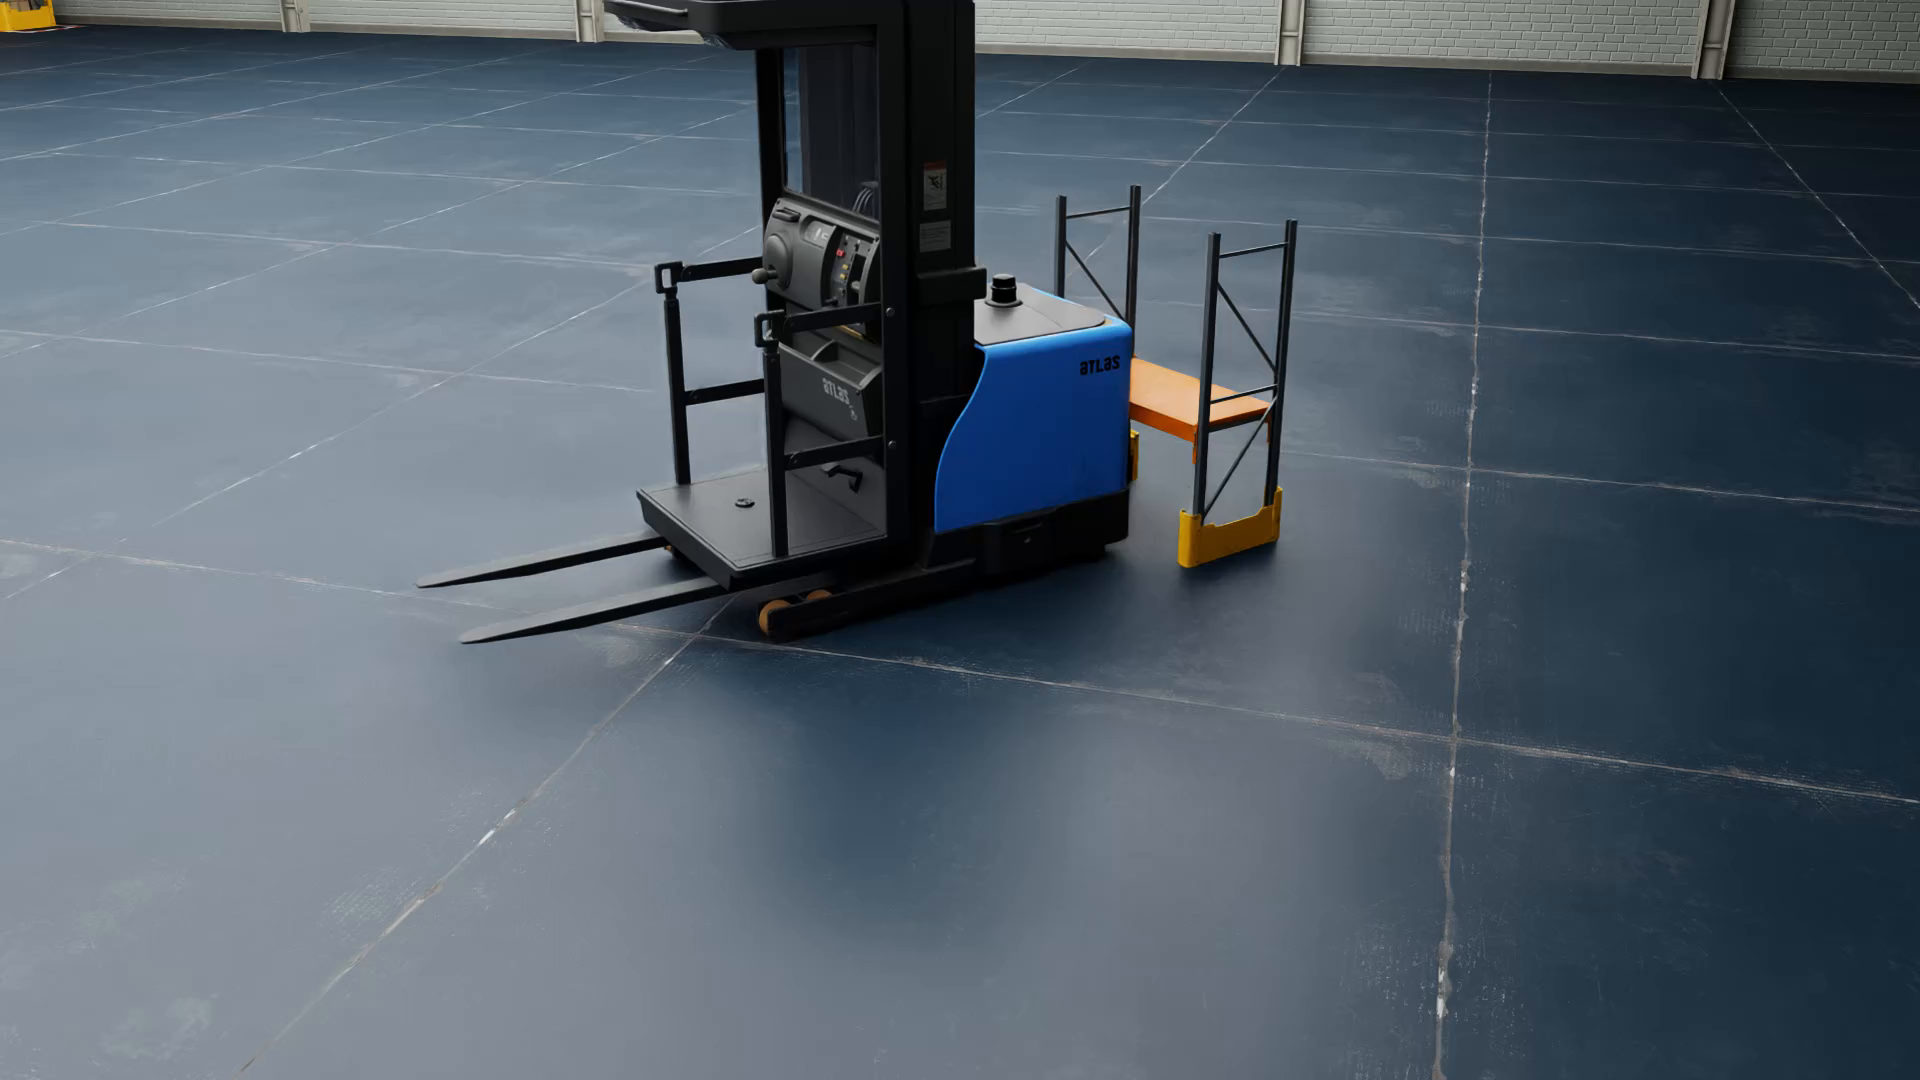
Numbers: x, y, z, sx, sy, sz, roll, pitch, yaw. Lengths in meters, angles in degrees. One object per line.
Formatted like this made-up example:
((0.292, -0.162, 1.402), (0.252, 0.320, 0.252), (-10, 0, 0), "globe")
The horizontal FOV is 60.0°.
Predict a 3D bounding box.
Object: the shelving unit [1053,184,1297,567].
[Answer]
((0.946, -0.798, 7.740), (0.587, 1.500, 1.083), (-15, 27, -33), "shelving unit")

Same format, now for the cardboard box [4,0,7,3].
((-18.054, -10.063, 30.762), (0.500, 0.250, 0.500), (6, 23, 15), "cardboard box")

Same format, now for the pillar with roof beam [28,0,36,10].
((-19.147, -12.585, 26.594), (0.400, 9.000, 9.100), (7, 23, 16), "pillar with roof beam")

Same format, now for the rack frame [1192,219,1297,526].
((1.249, -0.639, 7.352), (0.500, 1.500, 0.032), (-15, 27, -33), "rack frame")

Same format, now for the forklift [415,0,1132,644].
((-0.755, -1.172, 6.765), (3.031, 2.935, 1.130), (-13, 26, -29), "forklift")

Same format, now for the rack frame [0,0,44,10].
((-17.497, -10.970, 30.561), (0.127, 3.000, 1.000), (7, 23, 16), "rack frame")

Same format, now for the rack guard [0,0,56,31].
((-17.474, -9.811, 31.029), (0.348, 0.500, 1.175), (7, 23, 16), "rack guard")

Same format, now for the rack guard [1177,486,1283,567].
((1.237, -0.067, 7.604), (0.587, 0.250, 0.087), (-15, 27, -33), "rack guard")

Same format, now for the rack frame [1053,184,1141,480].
((0.654, -0.952, 8.115), (0.500, 1.500, 0.032), (-15, 27, -33), "rack frame")

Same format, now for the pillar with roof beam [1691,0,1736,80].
((9.574, -9.297, 18.577), (0.400, 9.000, 9.100), (7, 23, 16), "pillar with roof beam")

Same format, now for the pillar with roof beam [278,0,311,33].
((-13.403, -11.928, 24.991), (0.400, 9.000, 9.100), (7, 23, 16), "pillar with roof beam")

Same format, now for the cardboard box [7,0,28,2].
((-17.888, -10.251, 31.218), (0.500, 0.250, 0.500), (7, 23, 16), "cardboard box")

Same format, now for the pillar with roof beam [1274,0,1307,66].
((3.830, -9.954, 20.180), (0.400, 9.000, 9.100), (7, 23, 16), "pillar with roof beam")

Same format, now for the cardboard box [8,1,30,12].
((-17.911, -10.017, 31.308), (0.500, 0.250, 0.500), (7, 23, 16), "cardboard box")

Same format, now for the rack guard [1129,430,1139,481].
((0.655, -0.374, 8.351), (0.587, 0.250, 0.087), (-15, 27, -33), "rack guard")

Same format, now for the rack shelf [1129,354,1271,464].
((0.951, -0.629, 7.802), (0.538, 0.185, 1.000), (-15, 27, -33), "rack shelf")

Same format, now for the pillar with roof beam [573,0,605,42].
((-7.659, -11.270, 23.387), (0.400, 9.000, 9.100), (7, 23, 16), "pillar with roof beam")
